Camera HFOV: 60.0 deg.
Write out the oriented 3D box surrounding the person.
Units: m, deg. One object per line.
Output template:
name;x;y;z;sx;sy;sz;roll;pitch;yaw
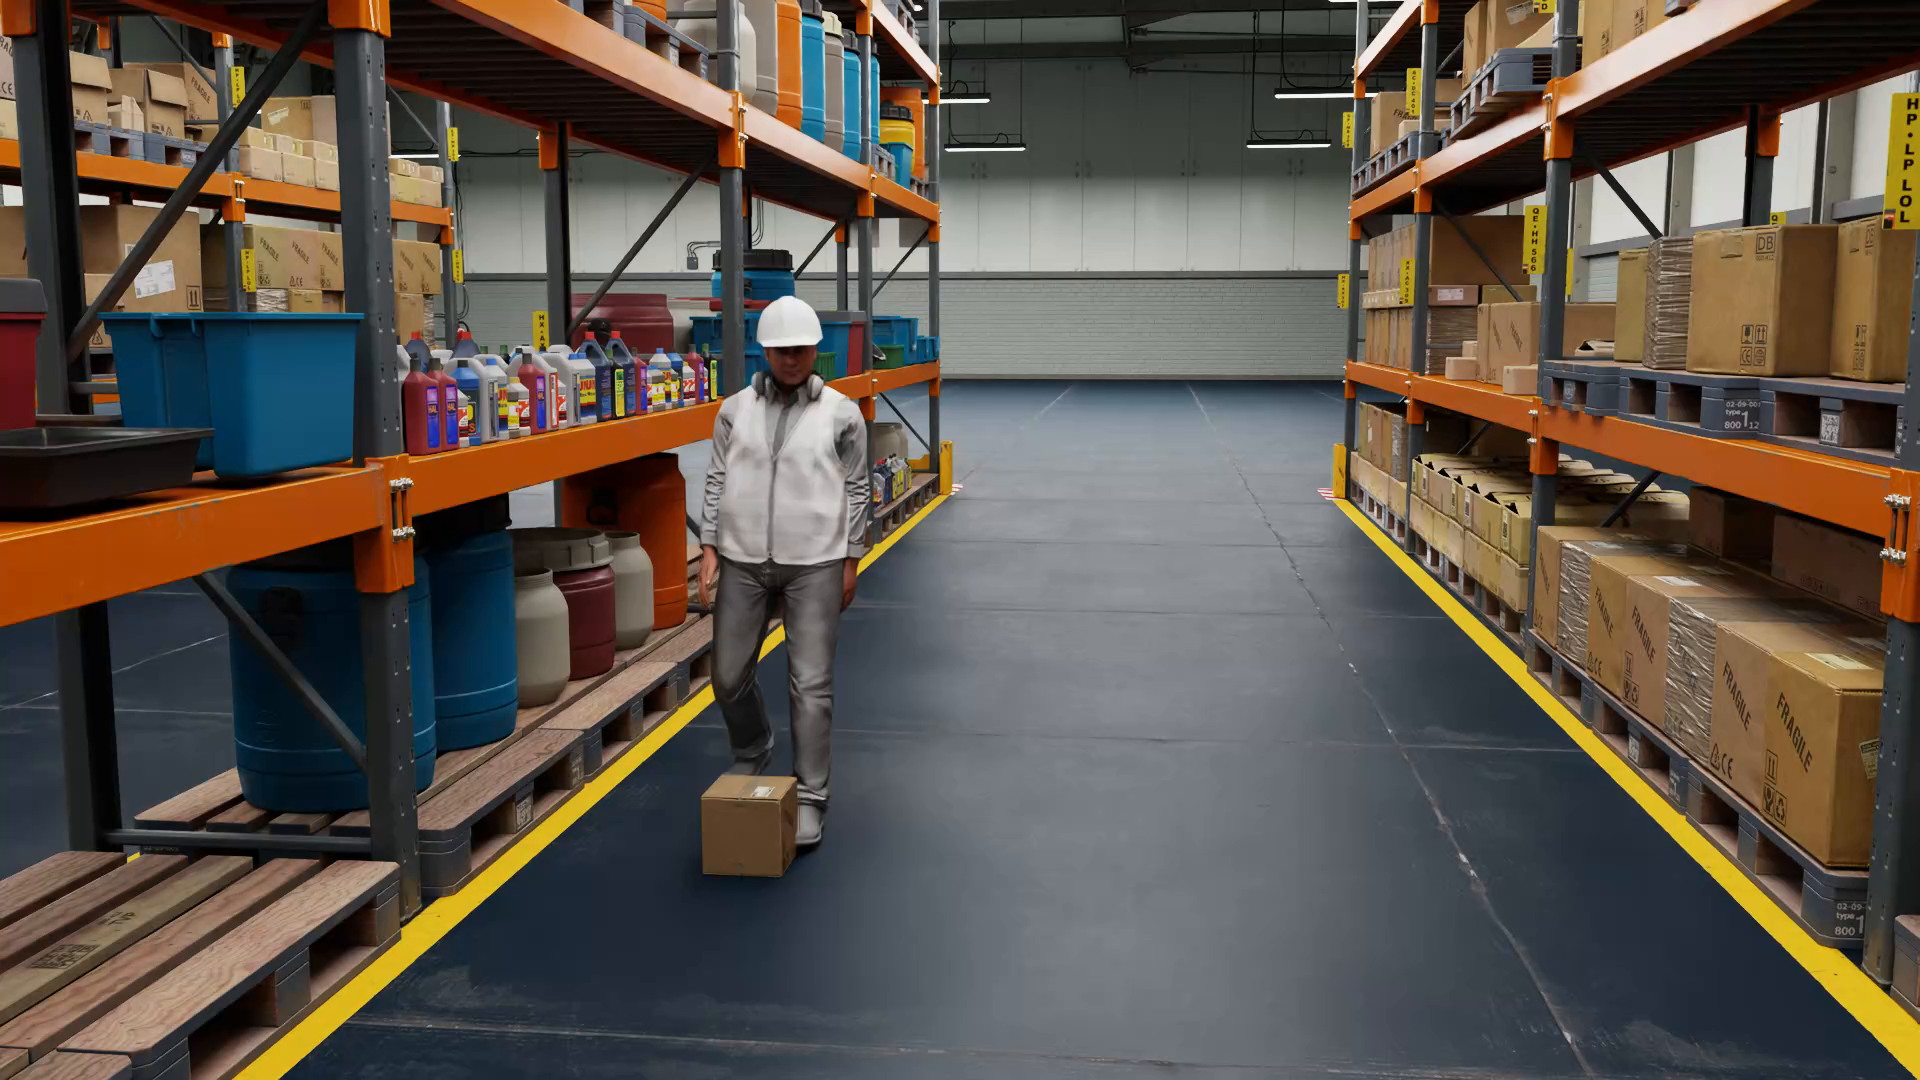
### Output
person;-0.595;0.079;5.548;0.555;1.767;0.683;1;8;7
